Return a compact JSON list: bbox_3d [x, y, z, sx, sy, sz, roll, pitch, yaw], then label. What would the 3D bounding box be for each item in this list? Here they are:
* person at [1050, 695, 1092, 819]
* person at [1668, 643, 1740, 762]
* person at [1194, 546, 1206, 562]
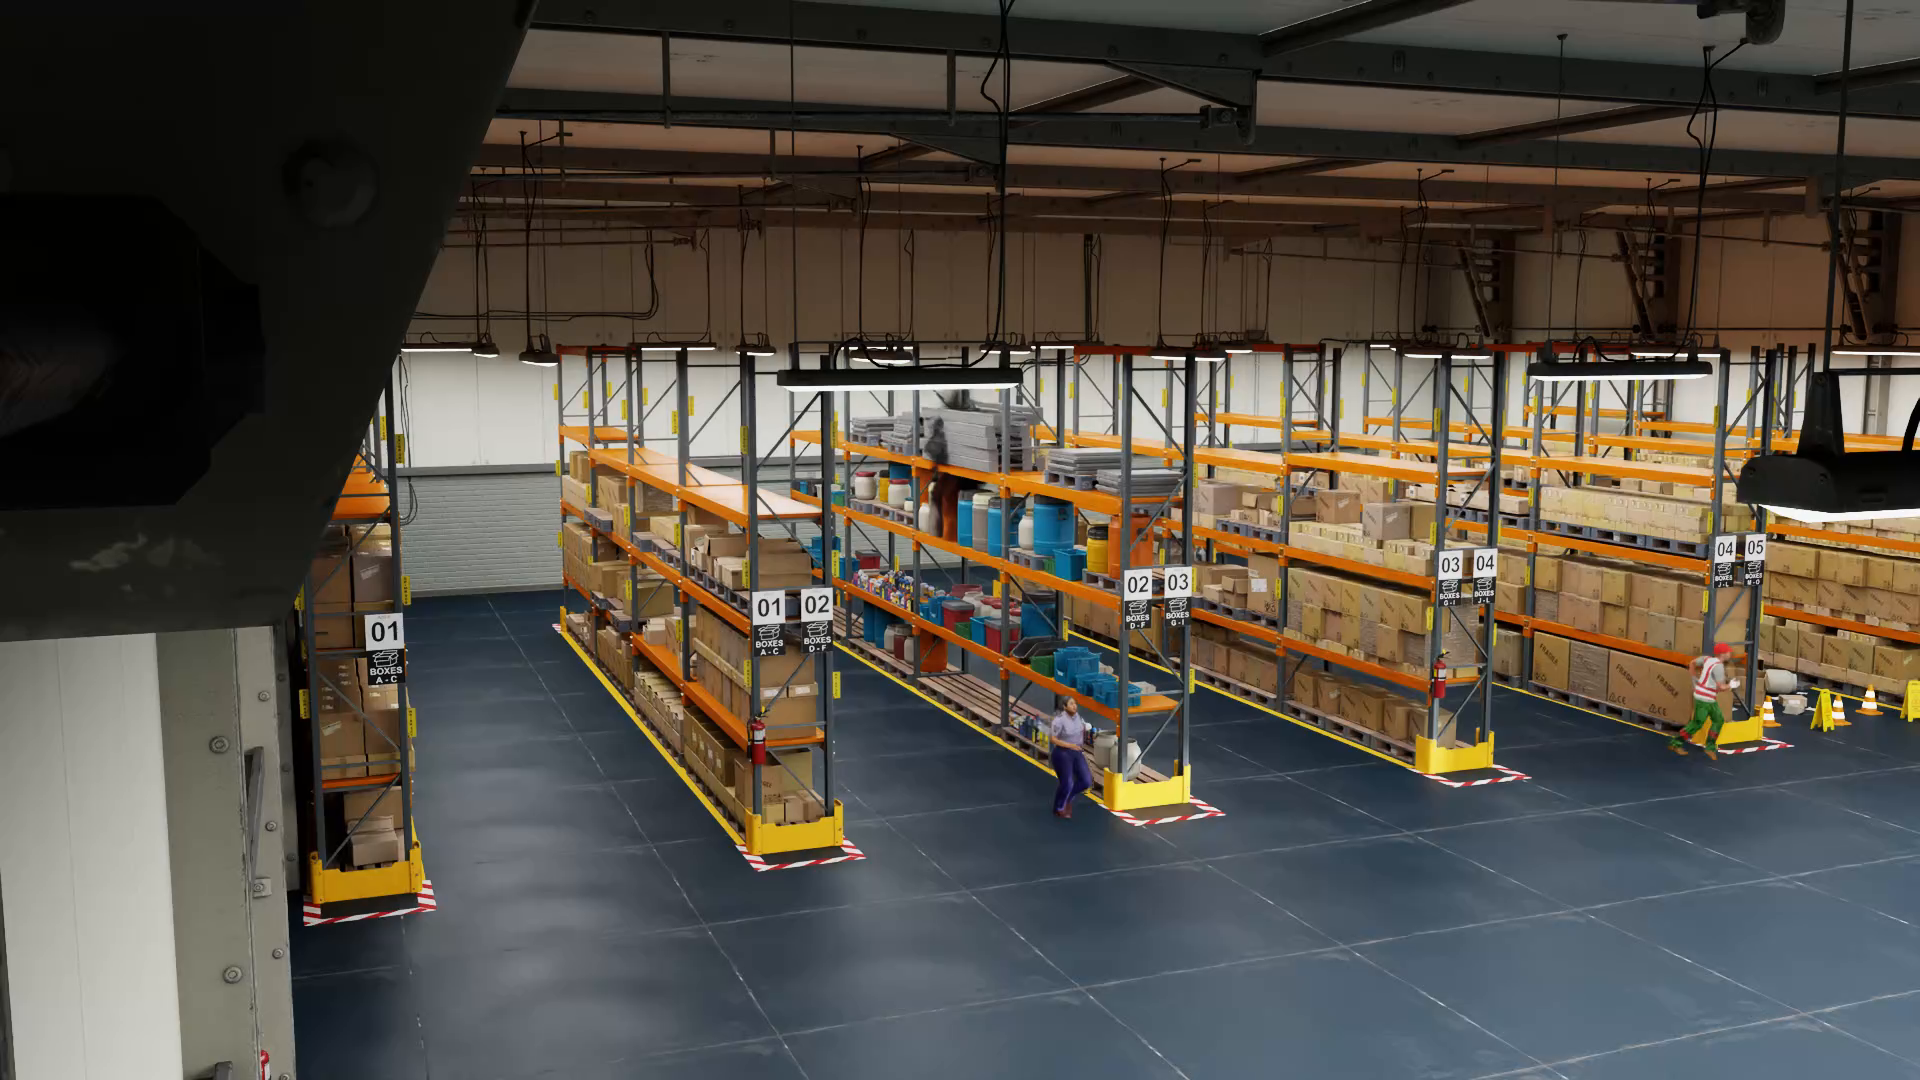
[{"bbox_3d":[1.444,2.805,21.507,0.602,1.608,0.538,-7,10,-42],"label":"person"},{"bbox_3d":[10.934,2.397,24.424,0.923,1.824,0.668,2,7,14],"label":"person"},{"bbox_3d":[6.094,0.116,42.059,0.765,1.793,0.675,-7,10,-43],"label":"person"}]
